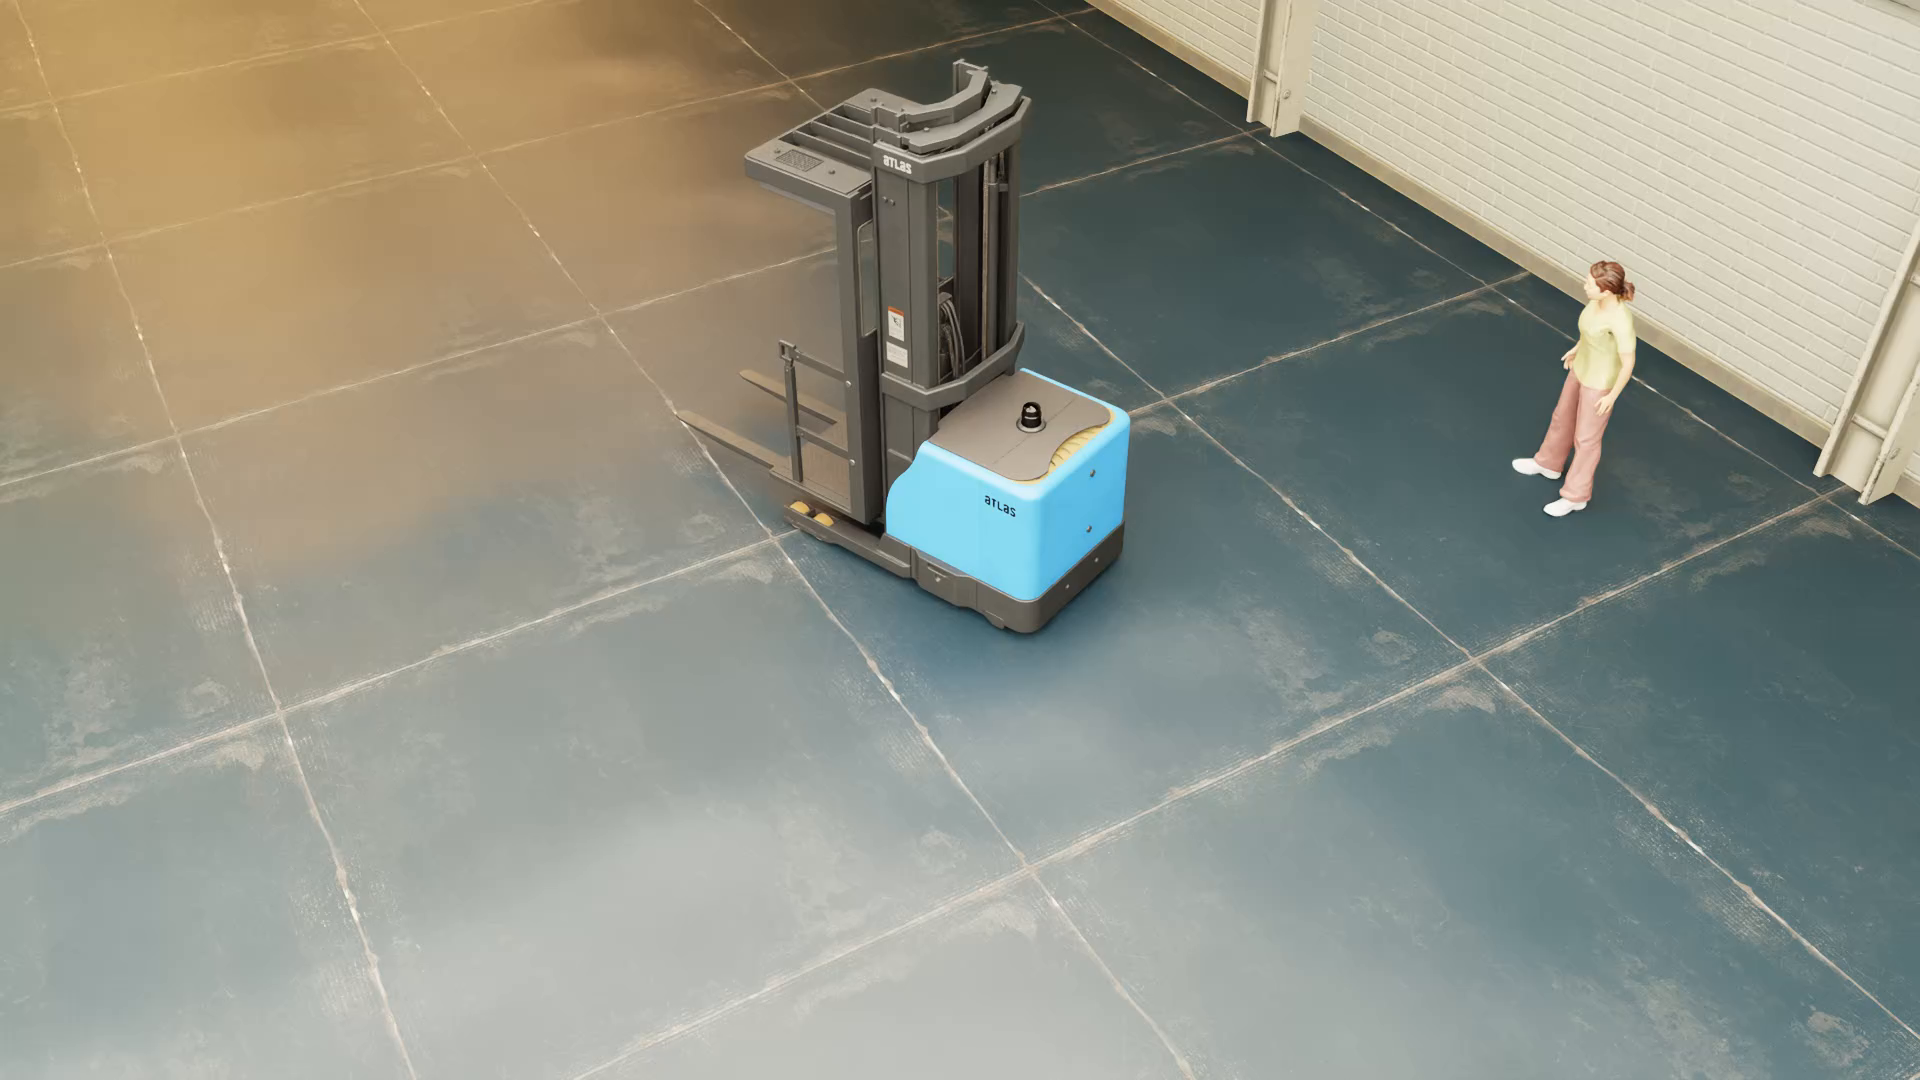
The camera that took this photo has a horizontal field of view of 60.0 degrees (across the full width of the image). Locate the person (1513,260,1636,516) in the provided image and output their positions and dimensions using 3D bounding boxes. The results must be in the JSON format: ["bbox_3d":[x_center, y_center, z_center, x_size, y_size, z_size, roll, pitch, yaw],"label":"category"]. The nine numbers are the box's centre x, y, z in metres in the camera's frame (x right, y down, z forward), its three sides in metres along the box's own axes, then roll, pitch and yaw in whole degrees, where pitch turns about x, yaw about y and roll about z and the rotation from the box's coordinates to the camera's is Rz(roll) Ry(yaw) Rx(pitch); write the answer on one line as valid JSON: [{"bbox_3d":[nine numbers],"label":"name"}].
[{"bbox_3d":[3.835,-0.976,10.200,0.402,1.678,0.593,-2,40,-2],"label":"person"}]

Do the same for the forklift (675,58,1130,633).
[{"bbox_3d":[-0.481,-1.366,9.683,3.031,2.935,1.130,26,46,28],"label":"forklift"}]
